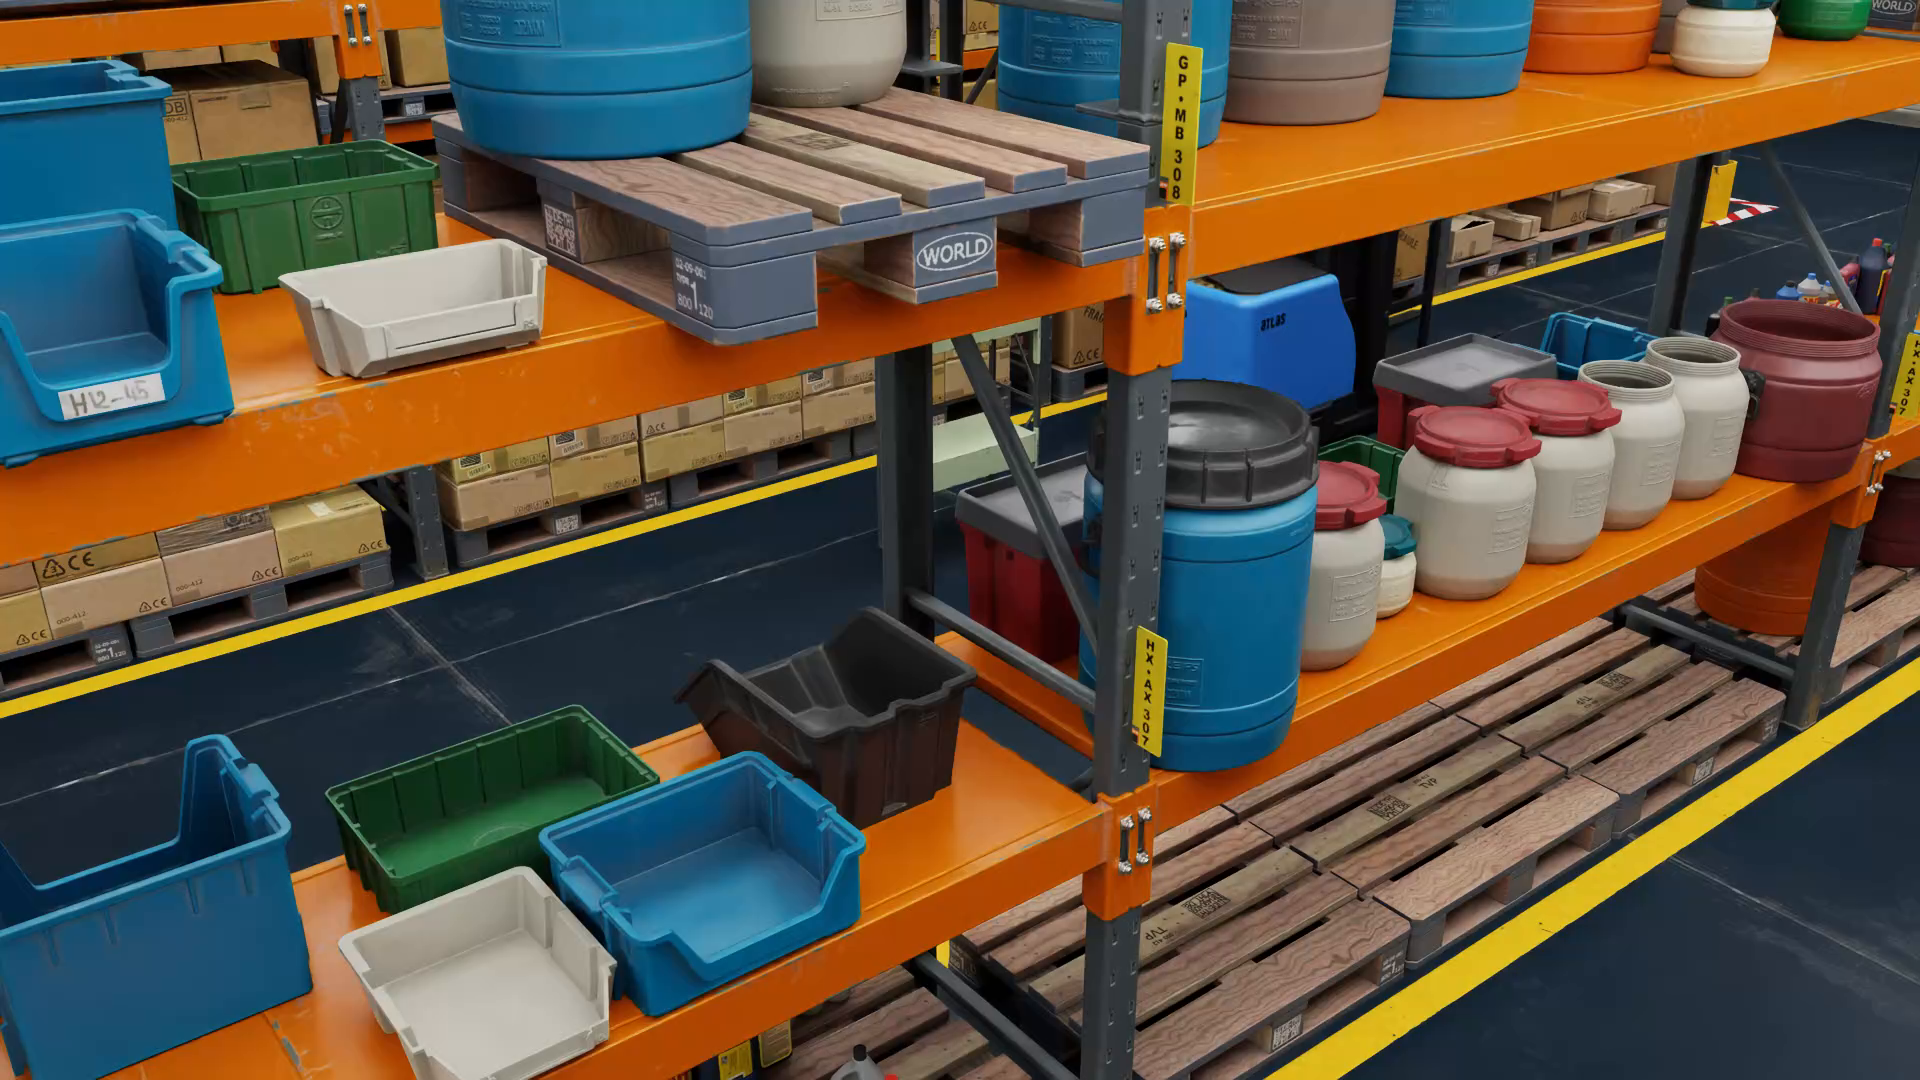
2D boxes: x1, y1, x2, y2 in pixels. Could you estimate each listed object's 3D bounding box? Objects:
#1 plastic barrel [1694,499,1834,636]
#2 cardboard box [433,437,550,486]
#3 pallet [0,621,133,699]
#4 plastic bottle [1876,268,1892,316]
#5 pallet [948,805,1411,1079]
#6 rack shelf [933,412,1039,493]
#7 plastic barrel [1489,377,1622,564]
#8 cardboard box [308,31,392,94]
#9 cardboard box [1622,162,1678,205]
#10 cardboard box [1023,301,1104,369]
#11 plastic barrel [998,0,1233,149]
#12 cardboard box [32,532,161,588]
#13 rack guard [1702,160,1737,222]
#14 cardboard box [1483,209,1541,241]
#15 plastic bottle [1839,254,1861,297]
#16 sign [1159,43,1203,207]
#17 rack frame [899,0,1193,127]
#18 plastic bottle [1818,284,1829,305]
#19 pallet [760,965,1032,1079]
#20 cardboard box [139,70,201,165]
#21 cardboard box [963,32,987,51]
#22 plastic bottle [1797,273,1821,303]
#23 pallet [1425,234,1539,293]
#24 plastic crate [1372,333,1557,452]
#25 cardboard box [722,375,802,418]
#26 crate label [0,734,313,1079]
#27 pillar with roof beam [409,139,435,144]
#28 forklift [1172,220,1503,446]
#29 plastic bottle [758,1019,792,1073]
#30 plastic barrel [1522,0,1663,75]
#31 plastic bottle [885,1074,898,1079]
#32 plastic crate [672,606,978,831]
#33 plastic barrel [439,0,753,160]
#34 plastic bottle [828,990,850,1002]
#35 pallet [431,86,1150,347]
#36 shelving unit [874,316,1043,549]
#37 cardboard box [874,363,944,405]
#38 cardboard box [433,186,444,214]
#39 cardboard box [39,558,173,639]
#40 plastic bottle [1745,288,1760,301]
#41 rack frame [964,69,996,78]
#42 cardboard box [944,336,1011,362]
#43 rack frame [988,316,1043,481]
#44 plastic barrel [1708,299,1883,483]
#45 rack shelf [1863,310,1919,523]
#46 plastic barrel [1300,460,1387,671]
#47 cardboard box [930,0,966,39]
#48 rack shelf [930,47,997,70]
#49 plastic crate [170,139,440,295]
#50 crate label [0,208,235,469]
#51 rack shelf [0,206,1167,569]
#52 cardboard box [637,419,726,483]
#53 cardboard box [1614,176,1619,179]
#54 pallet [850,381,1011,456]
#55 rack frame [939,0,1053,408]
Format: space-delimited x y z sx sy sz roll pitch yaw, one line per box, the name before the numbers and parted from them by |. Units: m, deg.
plastic barrel | 3.653 -0.066 7.409 0.708 0.830 0.600 -18 31 -34
cardboard box | -2.444 -0.553 8.479 0.500 0.311 0.500 -18 30 -34
pallet | -4.535 0.446 7.539 1.213 0.211 1.003 -18 31 -34
plastic bottle | 4.468 -1.218 7.950 0.133 0.283 0.061 -18 31 -34
pallet | 0.725 1.359 5.570 1.213 0.211 1.003 -18 31 -34
rack shelf | -0.005 -0.383 8.568 0.720 0.370 0.431 -18 31 -34
plastic barrel | 1.937 -0.229 5.519 0.433 0.535 0.433 0 25 0
cardboard box | -4.618 -3.660 12.433 0.500 0.500 0.700 -14 28 -27
cardboard box | 6.244 -3.290 14.724 0.500 0.500 0.500 -18 31 -34
cardboard box | 0.760 -1.459 10.777 0.500 0.500 0.500 -17 30 -32
plastic barrel | 0.397 -1.481 4.218 0.708 0.901 0.600 -18 31 -34
cardboard box | -3.944 -0.164 7.416 0.500 0.500 0.500 -18 31 -34
rack guard | 6.461 -3.294 15.254 0.348 0.500 1.175 -18 31 -34
cardboard box | 4.511 -2.588 13.607 0.250 0.166 0.380 -18 31 -34
plastic bottle | 4.233 -1.218 7.950 0.133 0.283 0.061 -18 31 -34
sign | 0.462 -0.868 3.484 0.005 0.325 0.100 -18 31 -34
rack frame | 0.131 -2.410 3.253 0.127 3.000 1.000 -18 31 -34
plastic bottle | 4.000 -1.094 7.781 0.097 0.201 0.097 0 25 0
pallet | -0.423 1.737 4.757 1.213 0.211 1.003 -18 31 -34
cardboard box | -3.665 -1.715 7.223 0.500 0.500 0.700 -18 31 -34
cardboard box | 0.038 -4.689 15.564 0.250 0.149 0.380 -18 30 -33
plastic bottle | 3.924 -1.101 7.711 0.097 0.271 0.097 0 25 0
pallet | 3.914 -2.322 13.502 1.213 0.211 1.003 -18 31 -34
plastic crate | 1.818 -0.438 6.055 0.583 0.464 0.402 -18 31 -34
cardboard box | -1.235 -0.953 9.341 0.500 0.311 0.500 -17 30 -33
crate label | -1.735 0.767 3.493 0.616 0.435 0.502 -18 31 -34
pillar with roof beam | -1.735 -5.253 9.380 0.400 9.000 9.100 -18 31 -34
forklift | 2.336 -2.217 10.046 3.031 2.935 1.130 -21 32 -37
plastic bottle | -0.562 1.410 4.853 0.133 0.283 0.061 -18 31 -34
plastic barrel | 1.984 -1.972 5.362 0.708 0.830 0.600 -18 31 -34
plastic bottle | -0.198 1.576 4.415 0.185 0.351 0.144 -19 31 -35
plastic crate | -0.359 0.433 4.327 0.504 0.338 0.767 -18 31 -34
plastic barrel | -0.718 -1.244 3.210 0.708 0.901 0.600 -18 31 -34
plastic bottle | -0.390 1.287 5.132 0.097 0.271 0.097 0 25 0
pallet | -0.377 -0.744 3.450 1.003 0.211 1.213 -18 31 -34
shelving unit | -0.005 -0.679 8.431 0.755 1.500 0.431 -18 31 -34
cardboard box | -0.442 -0.960 10.023 0.500 0.250 0.500 -19 31 -35
cardboard box | -4.220 -2.637 13.316 0.500 0.500 0.700 -18 31 -34
cardboard box | -3.937 0.181 7.565 0.500 0.250 0.500 -18 31 -34
plastic bottle | 3.515 -0.981 7.439 0.133 0.283 0.061 -18 31 -34
rack frame | 0.313 -5.049 16.065 0.127 3.000 1.000 -18 31 -34
cardboard box | -0.035 -1.349 10.196 0.500 0.311 0.500 -17 30 -33
rack frame | 0.283 -0.774 8.635 0.023 1.500 0.400 -18 31 -34
plastic barrel | 3.100 -0.568 6.250 0.708 0.536 0.600 -18 31 -34
rack shelf | 4.852 -0.921 8.025 4.000 0.370 1.077 -18 31 -34
plastic barrel | 1.019 0.074 4.866 0.433 0.535 0.433 0 25 0
cardboard box | -0.290 -4.899 15.246 0.500 0.500 0.500 -18 30 -34
rack shelf | -1.261 -4.203 15.097 4.000 0.370 1.077 -18 31 -34
plastic crate | -1.279 -0.633 3.240 0.450 0.188 0.336 -18 31 -34
crate label | -1.340 -0.319 2.489 0.408 0.251 0.502 -18 31 -34
rack shelf | -1.443 -0.203 2.916 4.000 0.370 1.077 -18 31 -34
cardboard box | -1.643 -0.564 9.170 0.500 0.250 0.500 -19 31 -36
cardboard box | 5.524 -3.223 14.875 0.500 0.250 0.500 -18 31 -34
pallet | -0.447 -0.904 10.446 1.213 0.211 1.003 -18 31 -34
rack frame | 0.225 -2.369 10.292 0.127 3.000 1.000 -18 31 -34
